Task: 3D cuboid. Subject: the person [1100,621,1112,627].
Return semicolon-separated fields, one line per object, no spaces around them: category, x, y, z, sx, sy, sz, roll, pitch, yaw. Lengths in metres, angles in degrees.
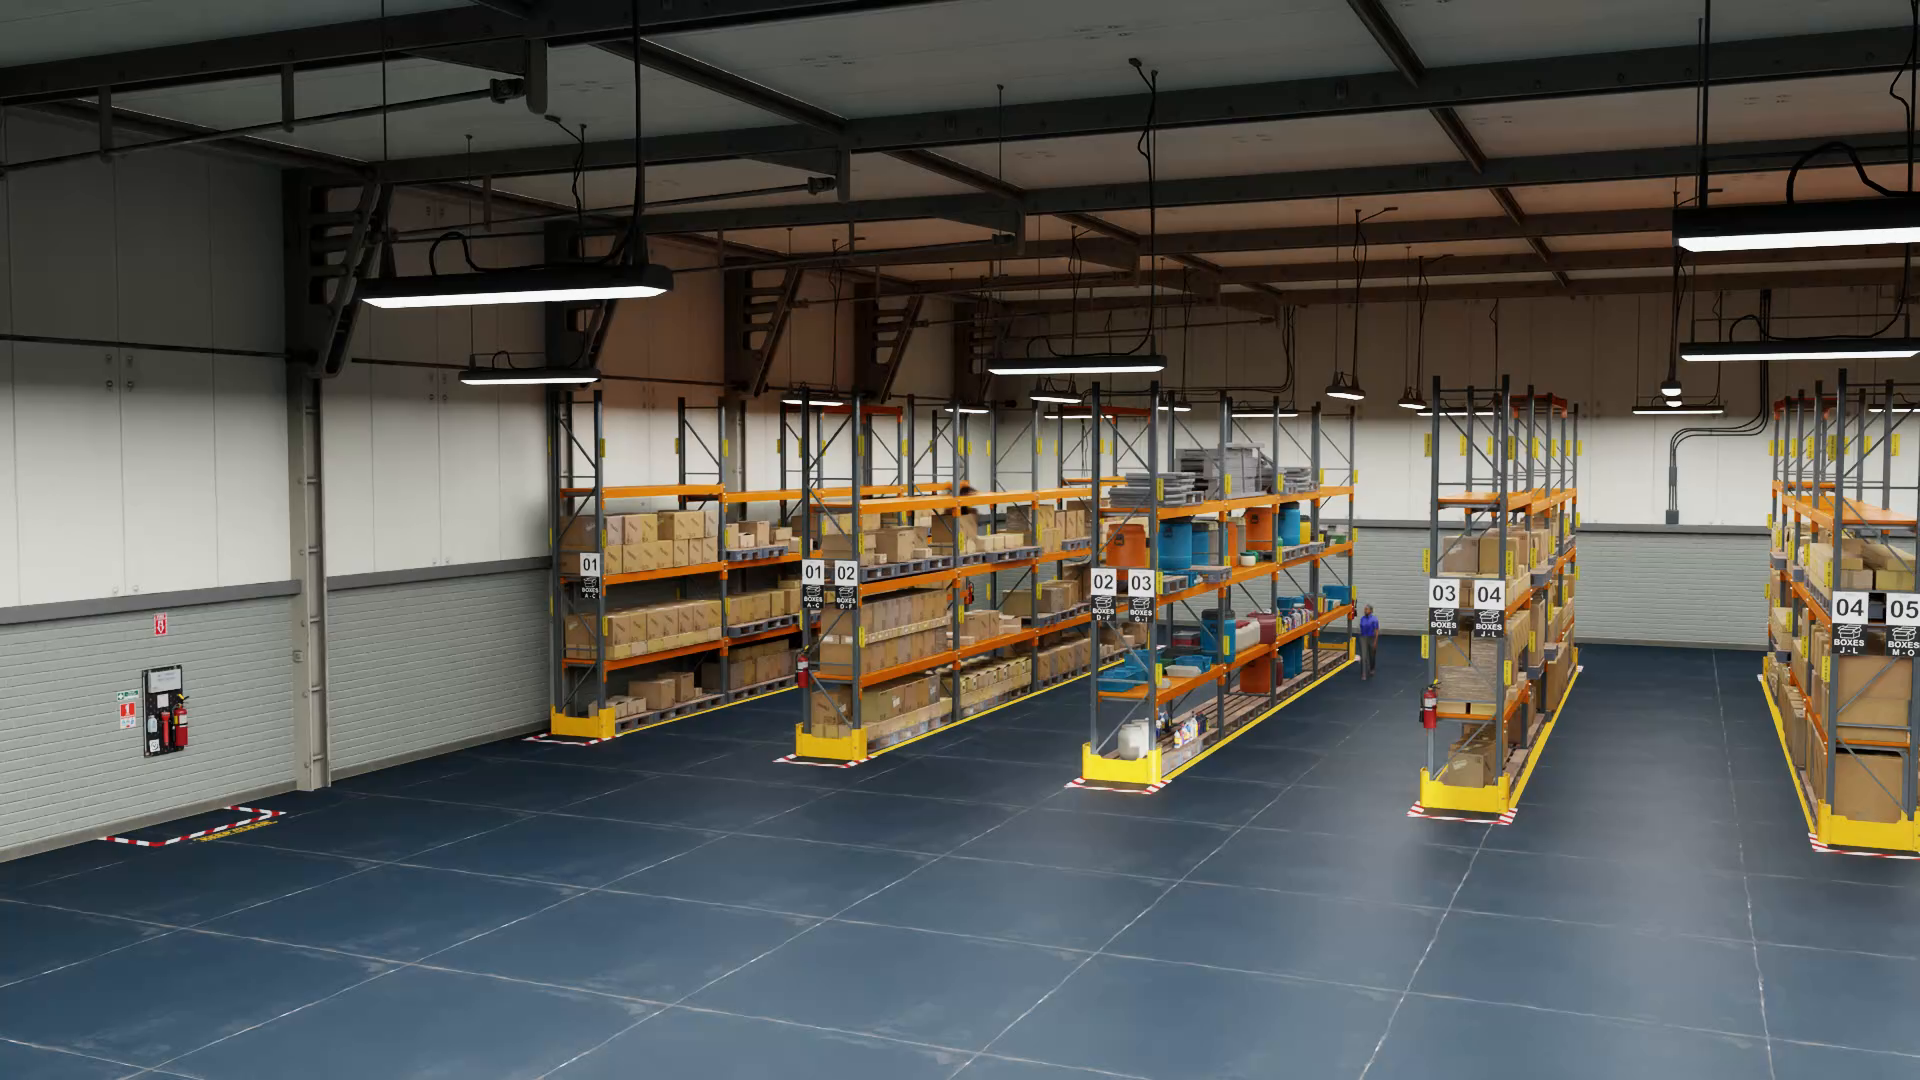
person;3.793;1.717;43.394;0.575;1.719;0.997;2;4;28

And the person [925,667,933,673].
person;-0.722;2.170;35.244;0.527;1.731;0.975;1;3;21

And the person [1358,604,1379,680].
person;8.851;2.197;36.036;0.425;1.604;0.880;1;3;13
